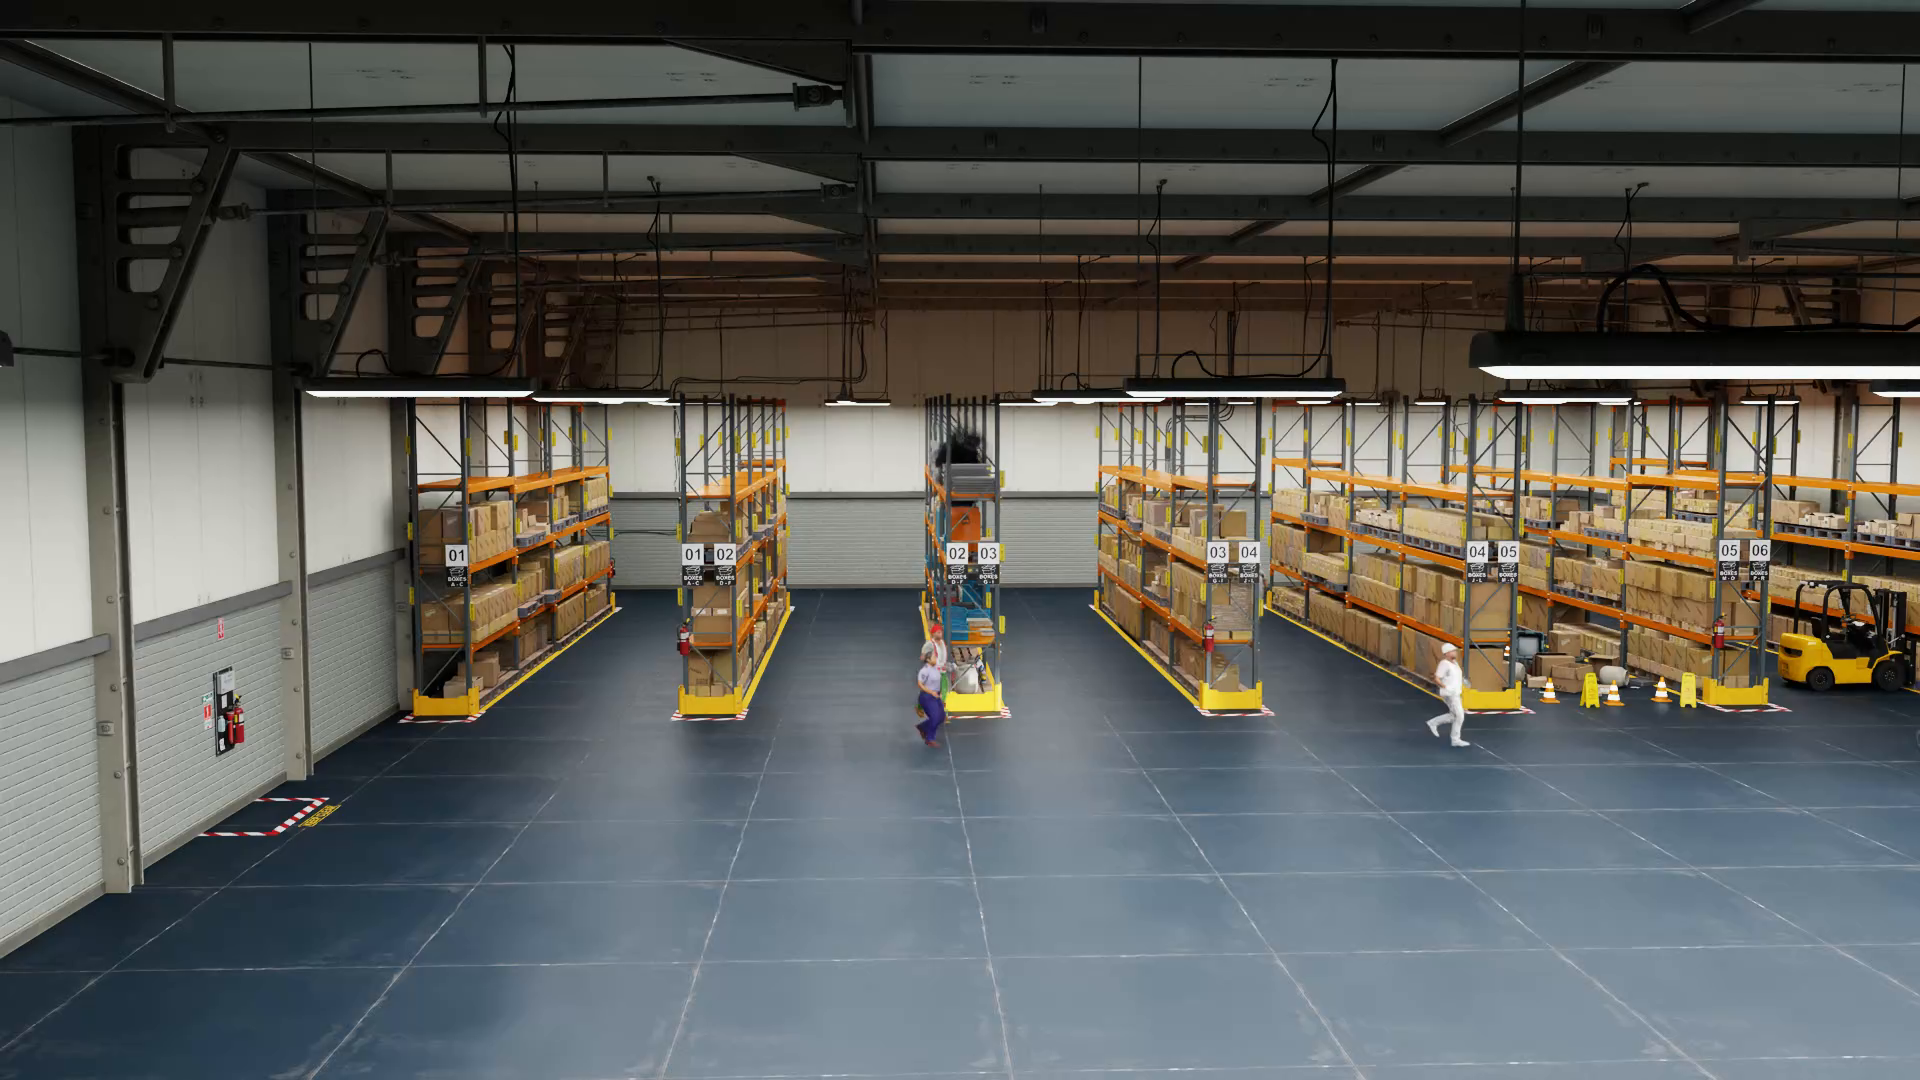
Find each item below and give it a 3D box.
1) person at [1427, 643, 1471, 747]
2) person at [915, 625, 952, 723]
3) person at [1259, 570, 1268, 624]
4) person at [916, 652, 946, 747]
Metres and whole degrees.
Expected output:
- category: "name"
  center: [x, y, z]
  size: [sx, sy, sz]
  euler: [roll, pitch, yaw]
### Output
- category: "person"
  center: [8.298, 2.622, 28.262]
  size: [0.766, 1.741, 0.691]
  euler: [3, 5, 33]
- category: "person"
  center: [-0.454, 2.428, 30.364]
  size: [0.680, 1.773, 0.859]
  euler: [-4, 6, -42]
- category: "person"
  center: [7.956, 1.402, 44.573]
  size: [0.607, 1.650, 0.615]
  euler: [0, 5, -4]
- category: "person"
  center: [-0.546, 2.695, 28.217]
  size: [0.547, 1.618, 0.613]
  euler: [2, 5, 24]
